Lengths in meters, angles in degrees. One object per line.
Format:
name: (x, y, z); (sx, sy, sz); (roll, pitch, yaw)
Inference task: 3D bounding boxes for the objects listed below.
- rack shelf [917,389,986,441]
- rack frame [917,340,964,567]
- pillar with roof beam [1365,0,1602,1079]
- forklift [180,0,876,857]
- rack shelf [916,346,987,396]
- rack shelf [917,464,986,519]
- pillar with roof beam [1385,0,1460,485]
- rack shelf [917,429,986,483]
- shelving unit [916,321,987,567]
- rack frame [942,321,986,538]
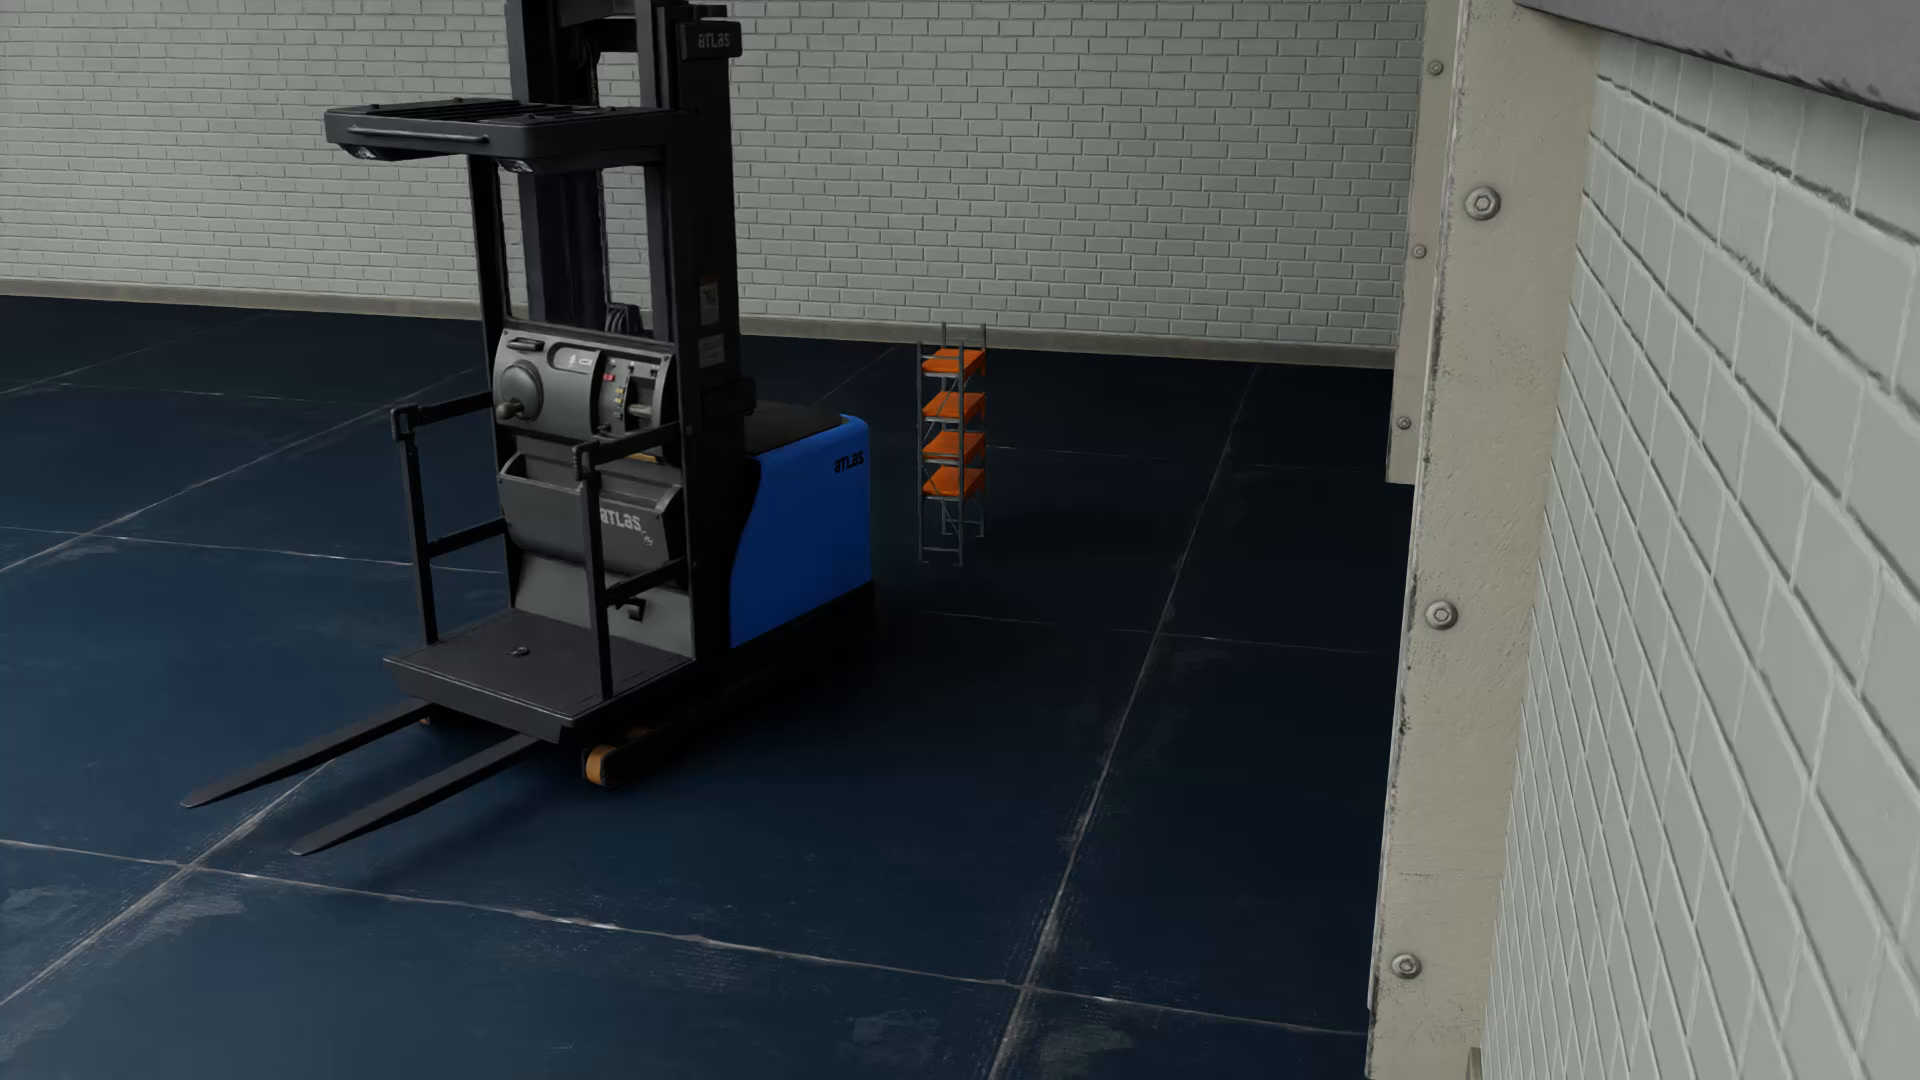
rack shelf: (-0.040, -0.664, 8.791); (0.258, 0.148, 0.480); (5, 19, 13)
rack frame: (-0.100, -0.439, 8.618); (0.240, 1.200, 0.015); (5, 19, 13)
pillar with roof beam: (-2.827, -3.122, 4.406); (9.100, 9.000, 0.400); (5, 19, 13)
forklift: (-1.620, -0.607, 6.431); (1.130, 2.935, 3.031); (12, 22, 31)
rack shelf: (-0.040, -0.888, 8.715); (0.258, 0.148, 0.480); (5, 19, 13)
rack shelf: (-0.040, -0.264, 8.928); (0.258, 0.148, 0.480); (5, 19, 13)
pillar with roof beam: (-1.361, -5.003, 9.911); (9.100, 9.000, 0.400); (5, 19, 13)
rack shelf: (-0.040, -0.452, 8.863); (0.258, 0.148, 0.480); (5, 19, 13)
shelving unit: (-0.040, -0.516, 8.842); (0.258, 1.200, 0.503); (5, 19, 13)
rack frame: (0.019, -0.592, 9.066); (0.240, 1.200, 0.015); (5, 19, 13)
